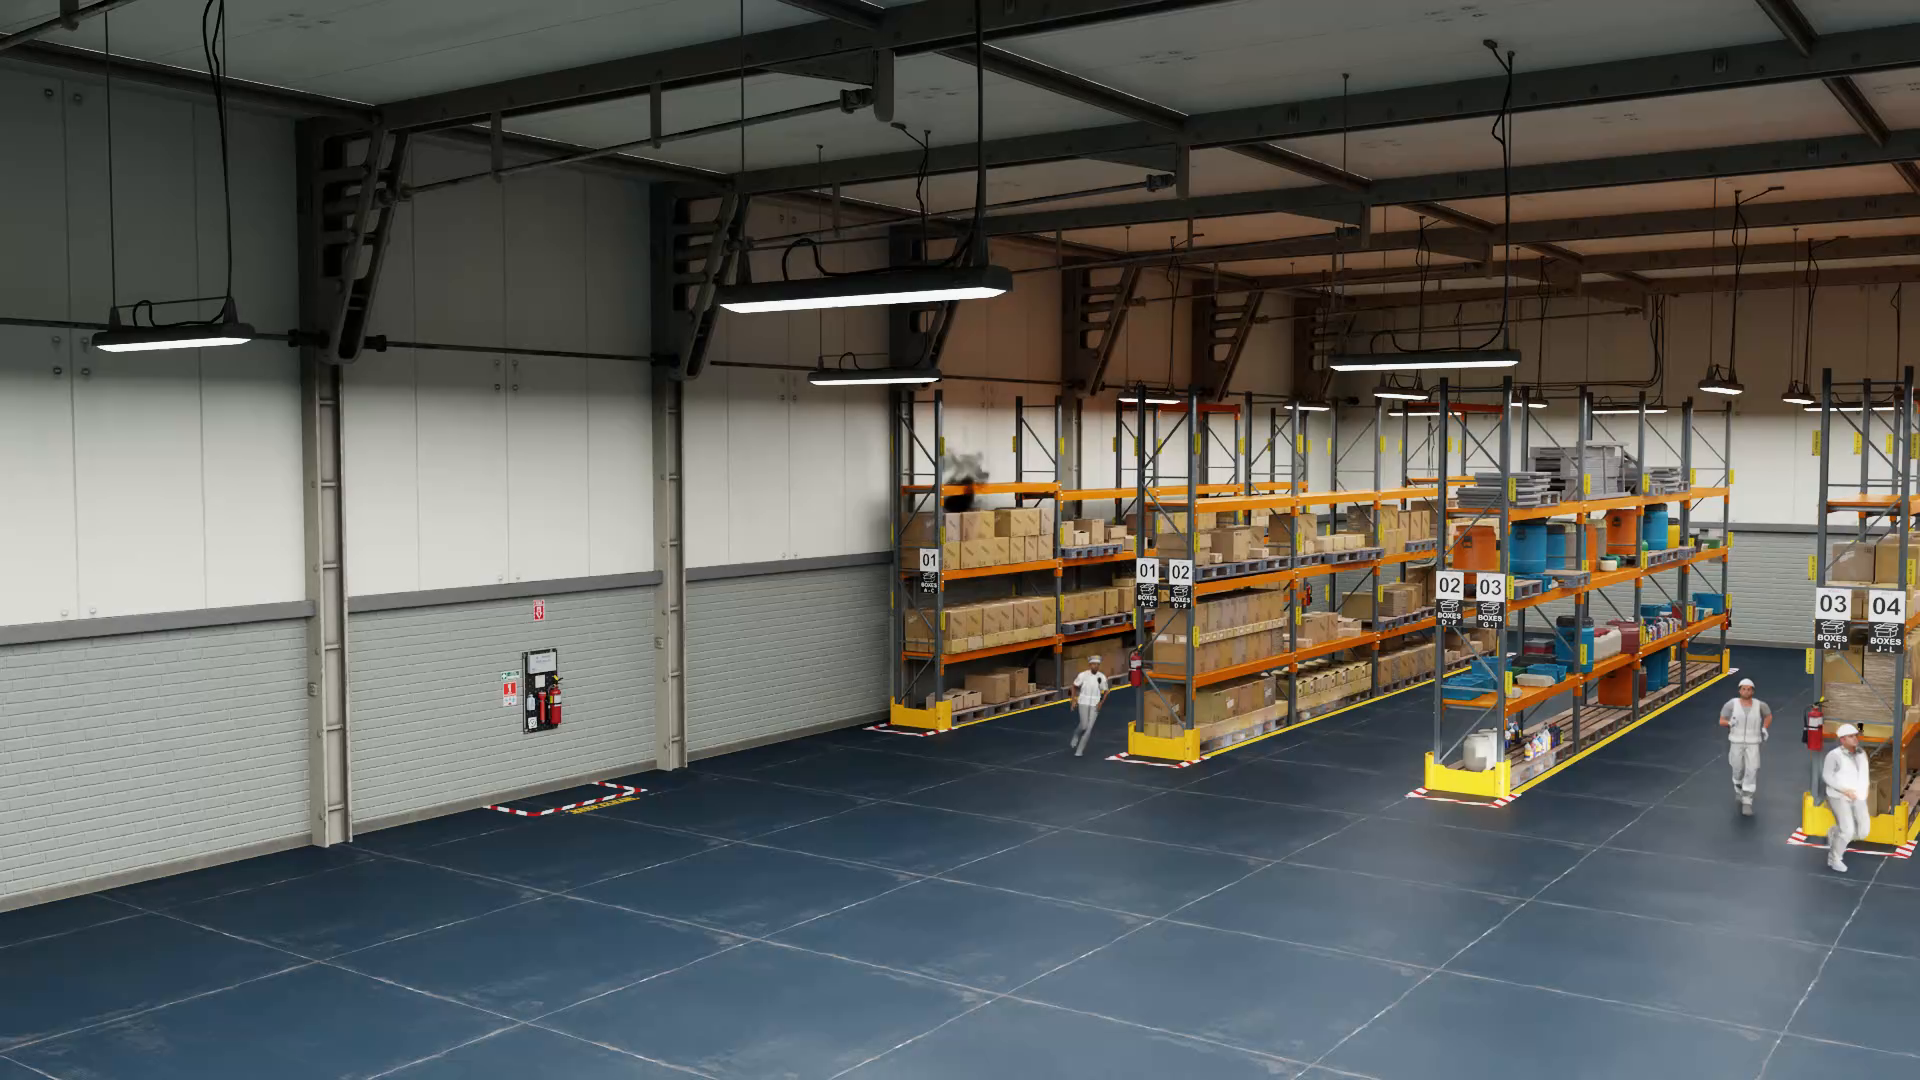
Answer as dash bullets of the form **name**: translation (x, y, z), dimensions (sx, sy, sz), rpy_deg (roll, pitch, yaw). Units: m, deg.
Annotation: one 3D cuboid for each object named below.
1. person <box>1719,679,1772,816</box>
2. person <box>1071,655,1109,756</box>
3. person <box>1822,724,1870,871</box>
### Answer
- **person**: translation (10.728, 2.793, 22.731), dimensions (0.652, 1.793, 0.914), rpy_deg (2, 4, 26)
- **person**: translation (2.112, 2.677, 26.873), dimensions (0.612, 1.623, 0.502), rpy_deg (0, 3, -5)
- **person**: translation (10.506, 3.039, 19.681), dimensions (0.684, 1.738, 0.648), rpy_deg (-1, 3, -12)
